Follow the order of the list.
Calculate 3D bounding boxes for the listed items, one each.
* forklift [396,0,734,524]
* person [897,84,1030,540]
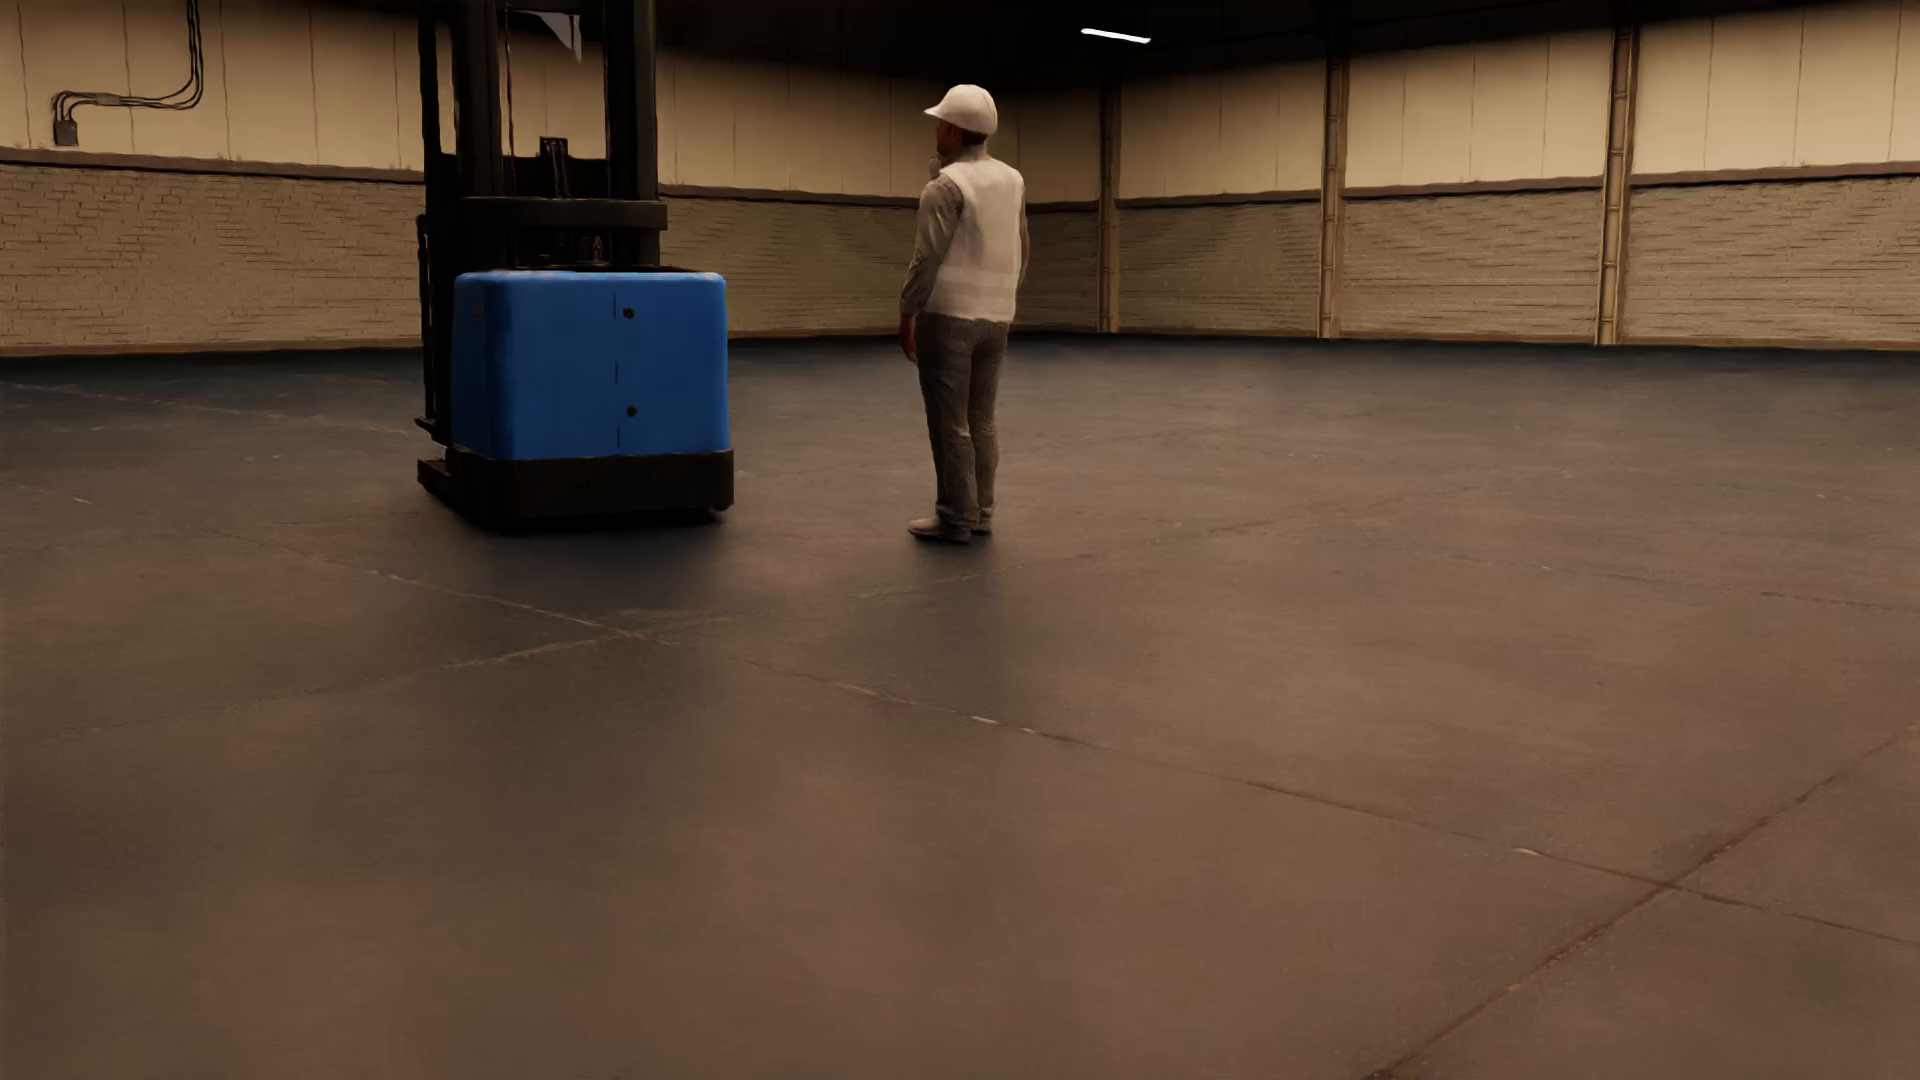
[{"bbox_3d":[-2.089,-1.696,8.138,1.130,2.935,3.031,-4,10,-26],"label":"forklift"},{"bbox_3d":[-0.039,-0.892,6.633,0.567,1.773,0.632,8,12,43],"label":"person"}]
